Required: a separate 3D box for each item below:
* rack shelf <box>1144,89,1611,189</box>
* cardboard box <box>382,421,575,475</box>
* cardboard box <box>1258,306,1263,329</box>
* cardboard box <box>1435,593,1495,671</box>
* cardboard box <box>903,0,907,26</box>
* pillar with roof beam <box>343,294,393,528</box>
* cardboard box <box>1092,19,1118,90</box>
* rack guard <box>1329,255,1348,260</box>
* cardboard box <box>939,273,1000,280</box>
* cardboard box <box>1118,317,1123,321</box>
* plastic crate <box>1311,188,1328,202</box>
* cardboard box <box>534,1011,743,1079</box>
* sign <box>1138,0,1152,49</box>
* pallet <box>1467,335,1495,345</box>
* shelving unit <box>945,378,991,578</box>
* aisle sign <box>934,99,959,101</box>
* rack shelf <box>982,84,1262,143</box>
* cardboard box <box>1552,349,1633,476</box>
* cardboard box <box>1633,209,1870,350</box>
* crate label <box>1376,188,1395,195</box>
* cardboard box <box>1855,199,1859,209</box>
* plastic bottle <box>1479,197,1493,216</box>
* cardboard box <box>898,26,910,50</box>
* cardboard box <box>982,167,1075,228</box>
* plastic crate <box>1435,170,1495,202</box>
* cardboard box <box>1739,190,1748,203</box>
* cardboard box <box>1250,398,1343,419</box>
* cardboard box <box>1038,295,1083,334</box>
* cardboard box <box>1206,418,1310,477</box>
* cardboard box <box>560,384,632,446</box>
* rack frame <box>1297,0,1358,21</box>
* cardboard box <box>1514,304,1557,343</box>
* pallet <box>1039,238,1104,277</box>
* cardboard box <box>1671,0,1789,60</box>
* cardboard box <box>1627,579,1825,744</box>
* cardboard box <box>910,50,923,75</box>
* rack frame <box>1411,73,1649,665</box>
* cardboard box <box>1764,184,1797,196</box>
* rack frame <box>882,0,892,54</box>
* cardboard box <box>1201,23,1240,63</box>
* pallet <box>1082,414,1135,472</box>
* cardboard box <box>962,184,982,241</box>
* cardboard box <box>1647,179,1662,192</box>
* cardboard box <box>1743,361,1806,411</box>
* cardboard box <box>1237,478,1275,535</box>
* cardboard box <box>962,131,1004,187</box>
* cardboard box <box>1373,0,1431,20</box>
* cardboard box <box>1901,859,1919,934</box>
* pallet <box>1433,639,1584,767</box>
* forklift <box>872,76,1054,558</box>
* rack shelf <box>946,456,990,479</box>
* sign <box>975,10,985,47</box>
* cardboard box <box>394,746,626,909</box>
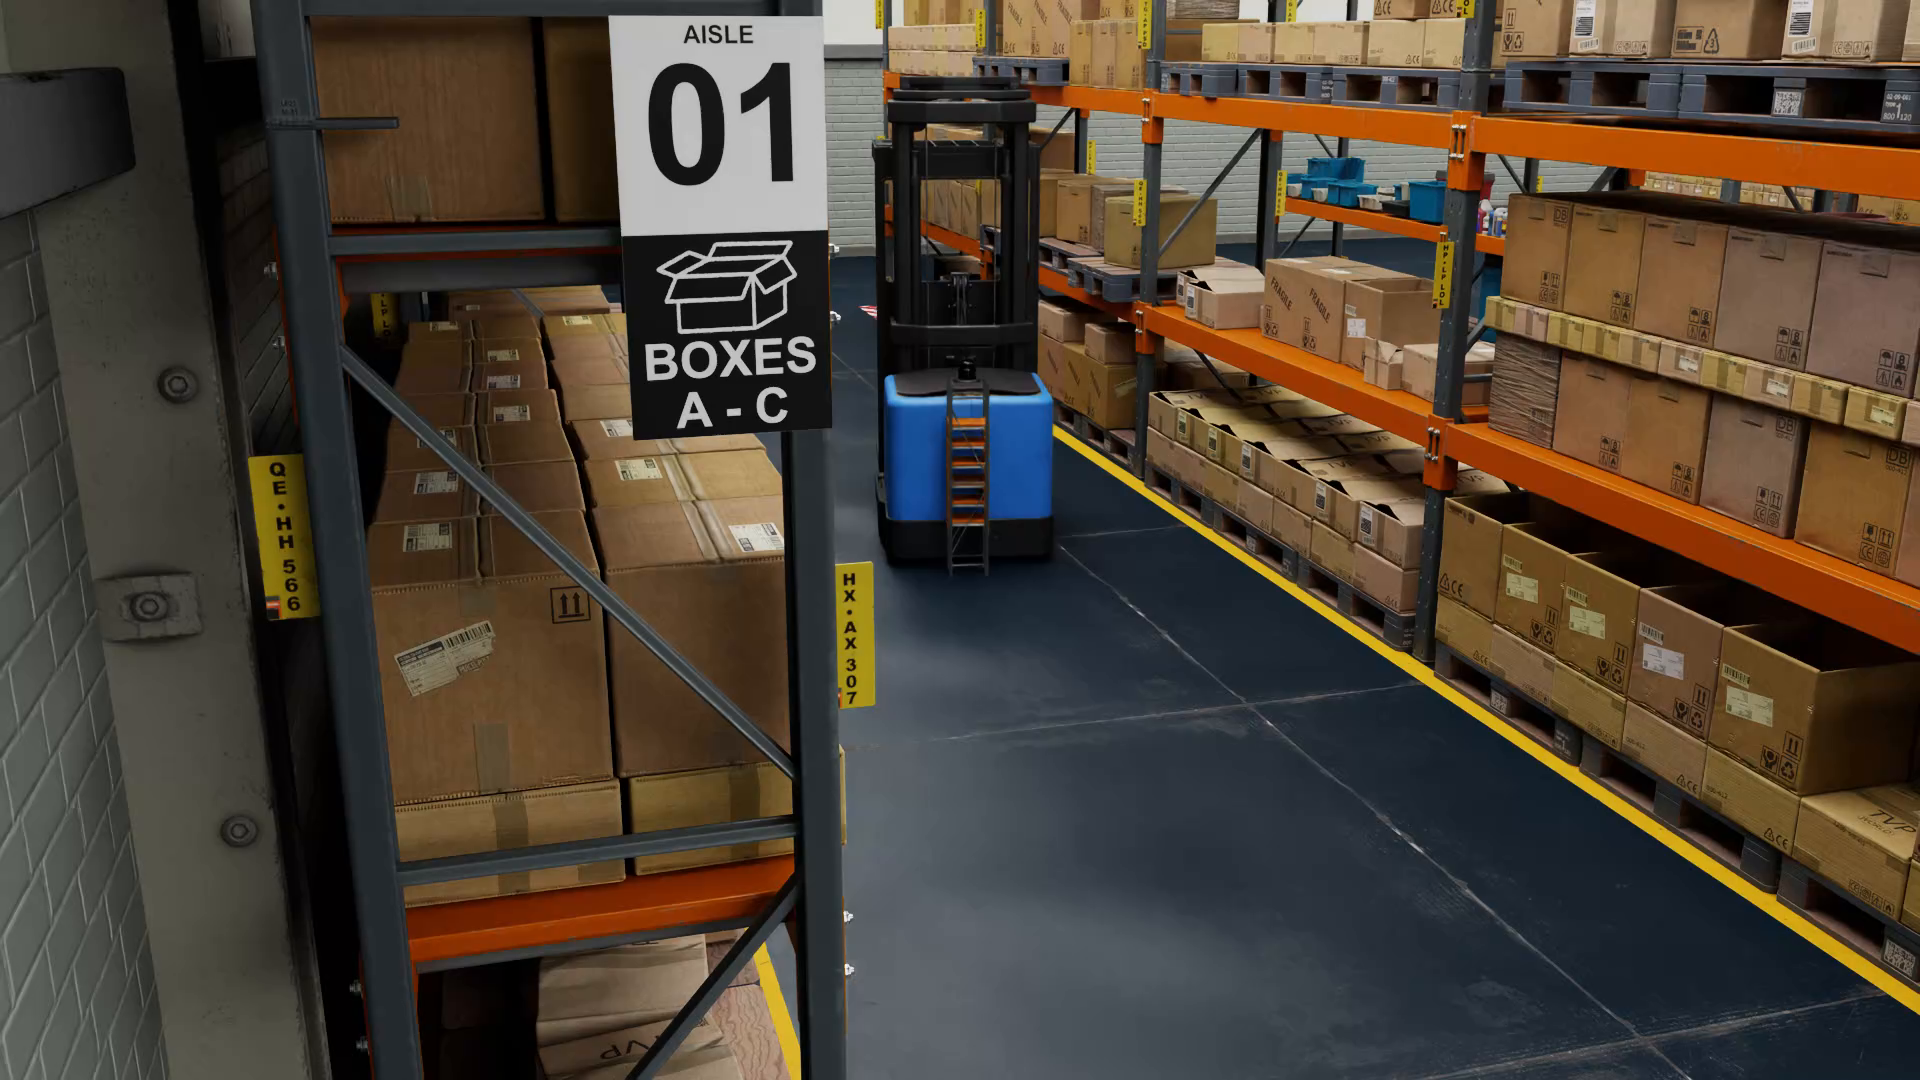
[{"bbox_3d":[2.359,-2.481,10.034,1.077,0.370,4.000,-5,17,-15],"label":"rack shelf"},{"bbox_3d":[-1.363,-0.030,4.760,0.500,0.500,0.500,-5,17,-17],"label":"cardboard box"},{"bbox_3d":[2.214,-1.474,11.081,0.380,0.149,0.250,-3,17,-11],"label":"cardboard box"},{"bbox_3d":[2.745,0.432,8.349,0.500,0.250,0.500,-5,17,-15],"label":"cardboard box"},{"bbox_3d":[-0.232,-5.978,18.512,0.700,0.500,0.500,-5,17,-15],"label":"cardboard box"},{"bbox_3d":[0.712,-4.335,9.742,9.100,9.000,0.400,-5,17,-15],"label":"pillar with roof beam"},{"bbox_3d":[1.517,-3.686,12.621,0.910,0.500,0.500,-5,17,-15],"label":"cardboard box"},{"bbox_3d":[4.356,-3.354,21.249,1.175,0.500,0.348,-5,17,-15],"label":"rack guard"},{"bbox_3d":[0.189,-2.583,17.912,0.797,0.503,0.637,-5,17,-15],"label":"cardboard box"},{"bbox_3d":[1.249,-1.811,15.347,0.500,0.500,0.500,-5,17,-15],"label":"cardboard box"},{"bbox_3d":[4.321,-4.071,19.645,0.250,0.136,0.298,-5,17,-15],"label":"plastic crate"},{"bbox_3d":[-0.857,1.542,4.514,0.500,0.311,0.500,-7,18,-22],"label":"cardboard box"},{"bbox_3d":[1.287,-3.584,11.557,0.100,0.325,0.005,-5,17,-15],"label":"sign"},{"bbox_3d":[5.646,-1.887,16.867,1.003,0.211,1.213,-5,17,-15],"label":"pallet"},{"bbox_3d":[0.047,-0.371,10.102,0.258,1.200,0.189,-1,17,-4],"label":"shelving unit"},{"bbox_3d":[-0.113,-5.443,19.340,0.394,0.787,0.004,-5,17,-15],"label":"aisle sign"},{"bbox_3d":[1.260,-3.588,13.718,1.077,0.370,4.000,-5,17,-15],"label":"rack shelf"},{"bbox_3d":[3.188,-0.616,7.615,0.700,0.500,0.500,-5,17,-16],"label":"cardboard box"},{"bbox_3d":[3.314,-1.105,6.986,0.700,0.500,0.500,-5,17,-15],"label":"cardboard box"},{"bbox_3d":[4.939,-4.081,19.676,0.396,0.136,0.243,-5,17,-15],"label":"crate label"},{"bbox_3d":[10.403,-3.891,19.129,0.380,0.149,0.250,-5,18,-17],"label":"cardboard box"},{"bbox_3d":[5.270,-3.282,16.748,0.144,0.351,0.185,-5,17,-15],"label":"plastic bottle"},{"bbox_3d":[-0.367,-5.458,18.085,0.500,0.250,0.500,-5,17,-15],"label":"cardboard box"},{"bbox_3d":[0.625,-3.149,15.318,0.700,0.500,0.500,-12,20,-34],"label":"cardboard box"},{"bbox_3d":[5.470,-3.765,18.058,0.402,0.464,0.583,-5,17,-15],"label":"plastic crate"},{"bbox_3d":[9.484,-4.124,19.905,0.380,0.149,0.250,-5,17,-16],"label":"cardboard box"},{"bbox_3d":[2.339,-0.826,11.564,0.500,0.311,0.500,-5,17,-16],"label":"cardboard box"},{"bbox_3d":[0.884,-1.992,14.645,0.500,0.250,0.500,-5,17,-15],"label":"cardboard box"},{"bbox_3d":[1.962,-0.641,10.947,0.500,0.311,0.500,-5,17,-17],"label":"cardboard box"},{"bbox_3d":[-1.012,-0.212,5.367,0.500,0.500,0.500,-4,17,-14],"label":"cardboard box"},{"bbox_3d":[4.375,-7.419,20.008,1.000,3.000,0.127,-5,17,-15],"label":"rack frame"},{"bbox_3d":[2.866,-1.035,7.883,0.380,0.149,0.250,-4,17,-14],"label":"cardboard box"},{"bbox_3d":[1.271,-2.388,14.021,1.003,0.211,1.213,-5,17,-15],"label":"pallet"},{"bbox_3d":[3.240,-2.125,6.444,0.797,0.503,0.637,-3,17,-9],"label":"cardboard box"},{"bbox_3d":[3.150,0.489,6.858,0.500,0.500,0.500,-5,17,-15],"label":"cardboard box"},{"bbox_3d":[-0.228,-5.080,17.697,0.500,0.250,0.500,-5,17,-15],"label":"cardboard box"},{"bbox_3d":[2.909,-0.836,8.521,1.000,3.000,0.127,-5,17,-15],"label":"rack frame"},{"bbox_3d":[9.718,-4.146,19.284,0.500,0.250,0.500,-4,17,-14],"label":"cardboard box"},{"bbox_3d":[-0.389,-7.028,18.708,1.000,3.000,0.127,-5,17,-15],"label":"rack frame"},{"bbox_3d":[1.988,-3.387,11.331,0.500,0.250,0.500,-6,18,-19],"label":"cardboard box"},{"bbox_3d":[1.641,-0.816,13.303,1.003,0.211,1.213,-5,17,-15],"label":"pallet"},{"bbox_3d":[0.326,-3.215,16.266,0.500,0.500,0.500,-4,17,-14],"label":"cardboard box"},{"bbox_3d":[9.060,-4.551,21.326,0.380,0.149,0.250,-5,17,-17],"label":"cardboard box"},{"bbox_3d":[3.292,-0.607,6.459,0.380,0.149,0.250,-5,17,-16],"label":"cardboard box"},{"bbox_3d":[2.099,-0.234,10.568,0.500,0.250,0.500,-4,17,-14],"label":"cardboard box"},{"bbox_3d":[0.322,-3.695,16.127,0.500,0.500,0.500,-5,17,-15],"label":"cardboard box"},{"bbox_3d":[2.599,-3.090,9.039,0.500,0.500,0.500,-3,17,-10],"label":"cardboard box"},{"bbox_3d":[3.577,1.261,5.588,0.500,0.250,0.500,-5,17,-15],"label":"cardboard box"},{"bbox_3d":[3.087,0.723,8.178,1.003,0.211,1.213,-5,17,-15],"label":"pallet"},{"bbox_3d":[-0.036,-1.664,11.397,1.130,2.935,3.031,-1,17,-4],"label":"forklift"},{"bbox_3d":[0.047,-0.443,10.080,0.258,0.103,0.180,-1,17,-4],"label":"rack shelf"},{"bbox_3d":[0.191,-4.688,15.232,0.100,0.325,0.005,-5,17,-15],"label":"sign"},{"bbox_3d":[-1.069,0.612,3.928,0.500,0.250,0.500,-4,17,-14],"label":"cardboard box"}]
